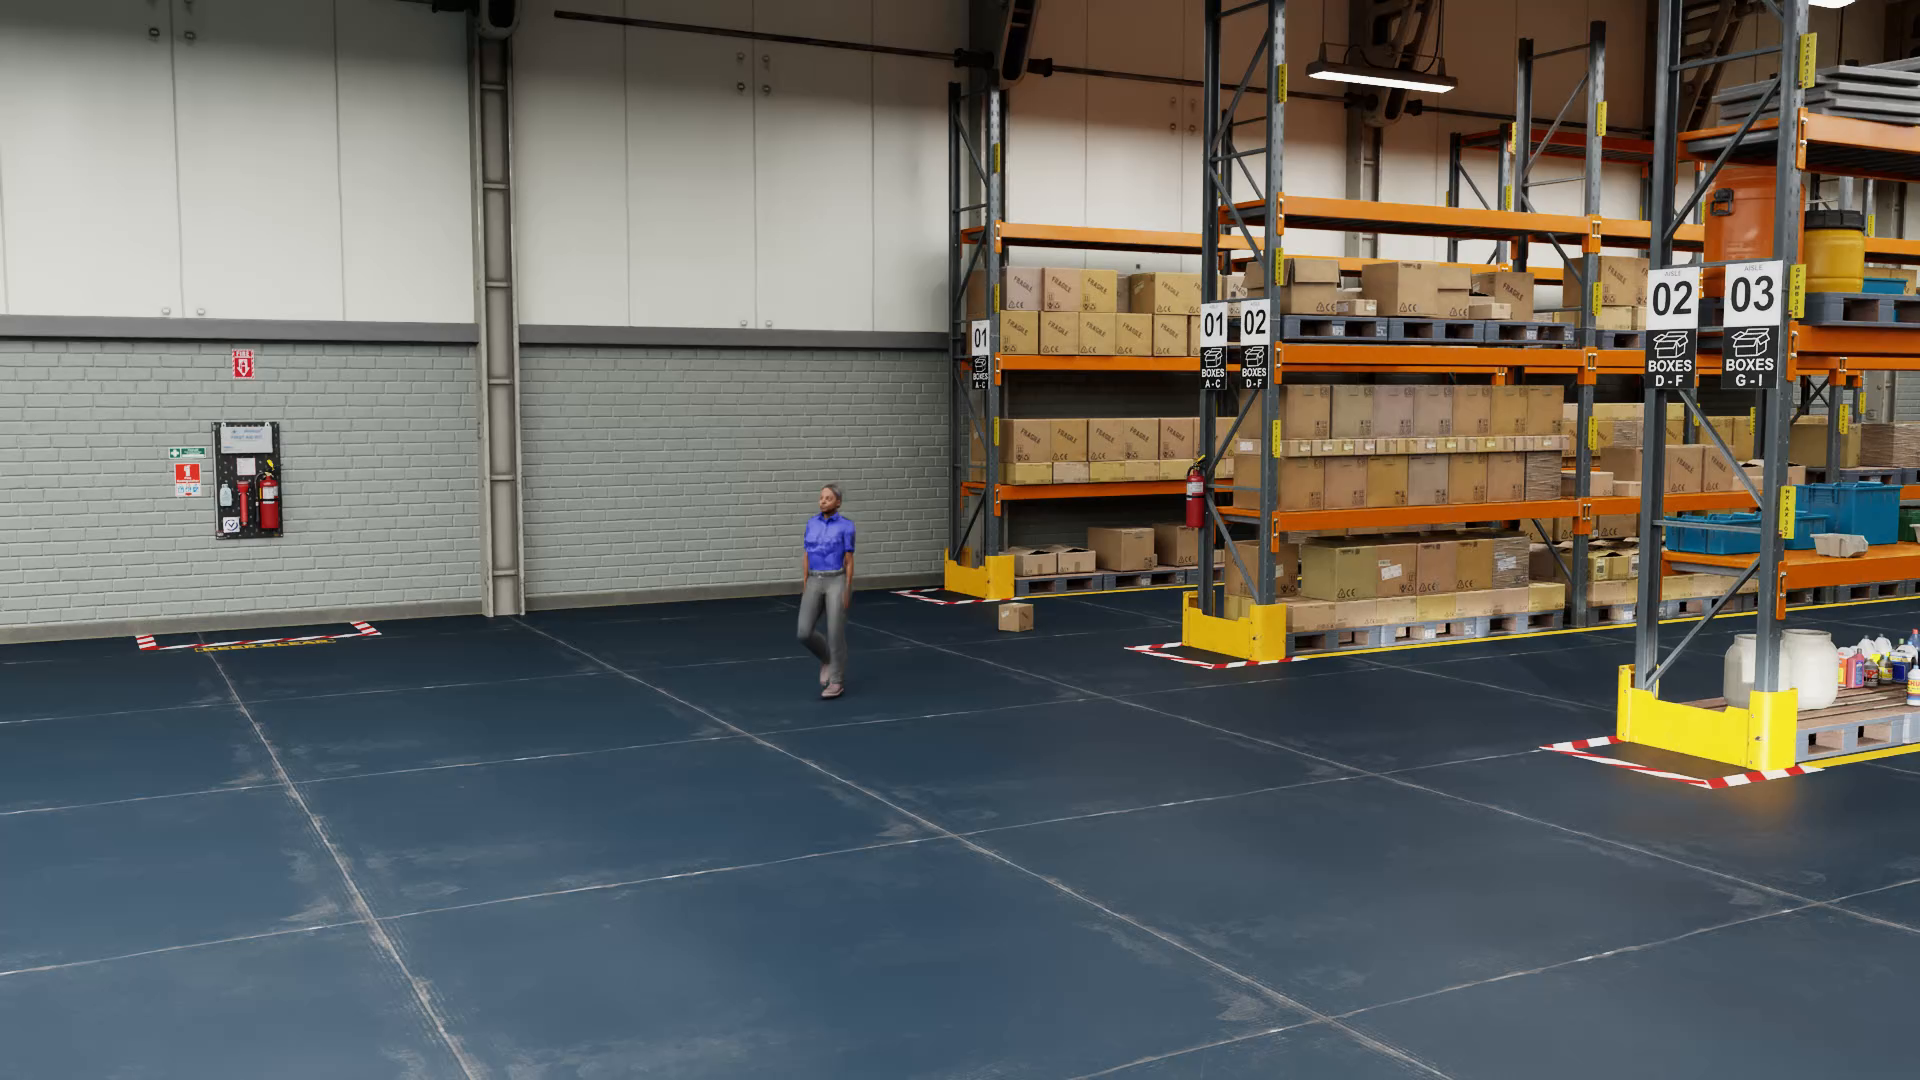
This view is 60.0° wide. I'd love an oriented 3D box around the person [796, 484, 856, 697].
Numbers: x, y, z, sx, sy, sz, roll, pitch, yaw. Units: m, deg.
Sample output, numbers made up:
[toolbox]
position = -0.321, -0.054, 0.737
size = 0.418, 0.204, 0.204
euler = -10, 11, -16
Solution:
[person]
position = -1.022, 0.380, 13.088
size = 0.444, 1.649, 0.491
euler = 2, 5, 20
